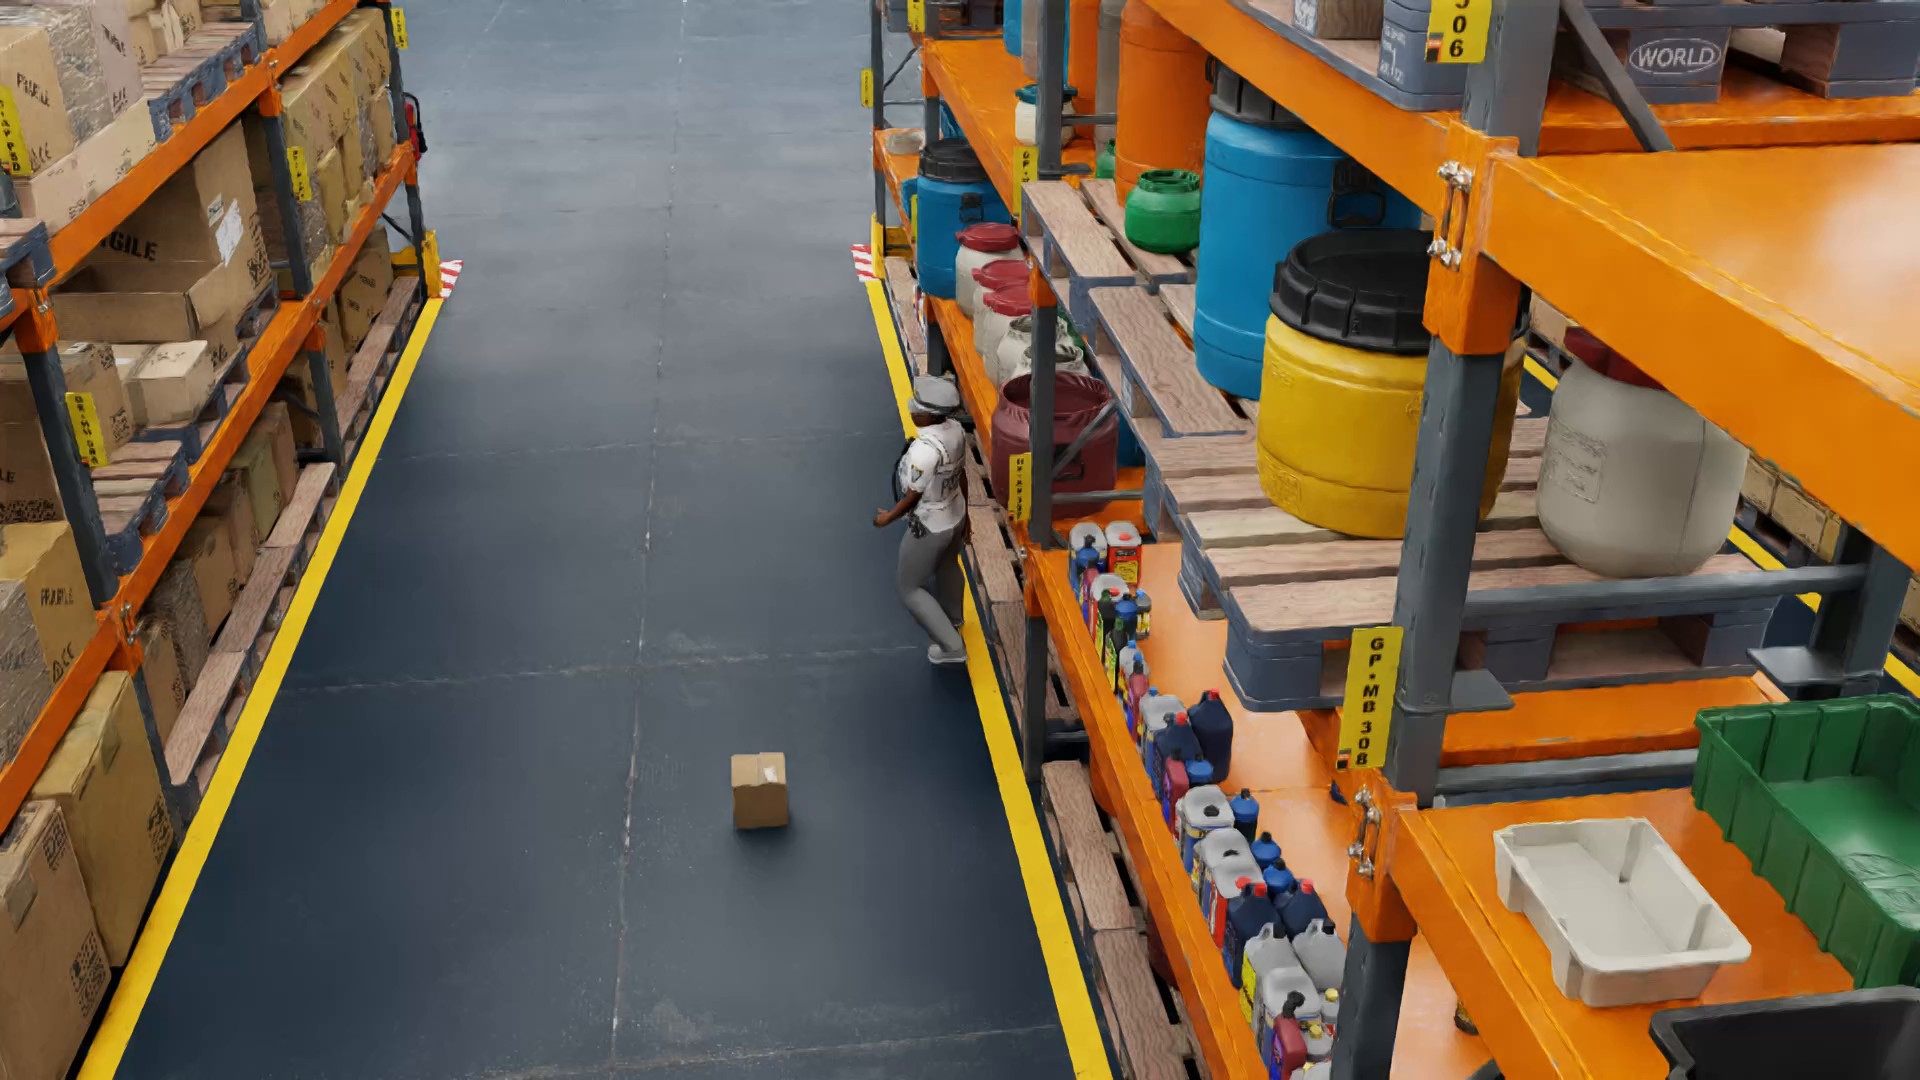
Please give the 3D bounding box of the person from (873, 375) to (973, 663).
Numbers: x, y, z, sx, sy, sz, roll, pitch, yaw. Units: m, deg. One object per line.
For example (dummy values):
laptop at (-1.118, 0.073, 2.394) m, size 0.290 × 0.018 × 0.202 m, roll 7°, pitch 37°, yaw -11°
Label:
person at (-0.138, -0.134, 8.890) m, size 0.591 × 1.650 × 0.654 m, roll 10°, pitch 29°, yaw 18°
